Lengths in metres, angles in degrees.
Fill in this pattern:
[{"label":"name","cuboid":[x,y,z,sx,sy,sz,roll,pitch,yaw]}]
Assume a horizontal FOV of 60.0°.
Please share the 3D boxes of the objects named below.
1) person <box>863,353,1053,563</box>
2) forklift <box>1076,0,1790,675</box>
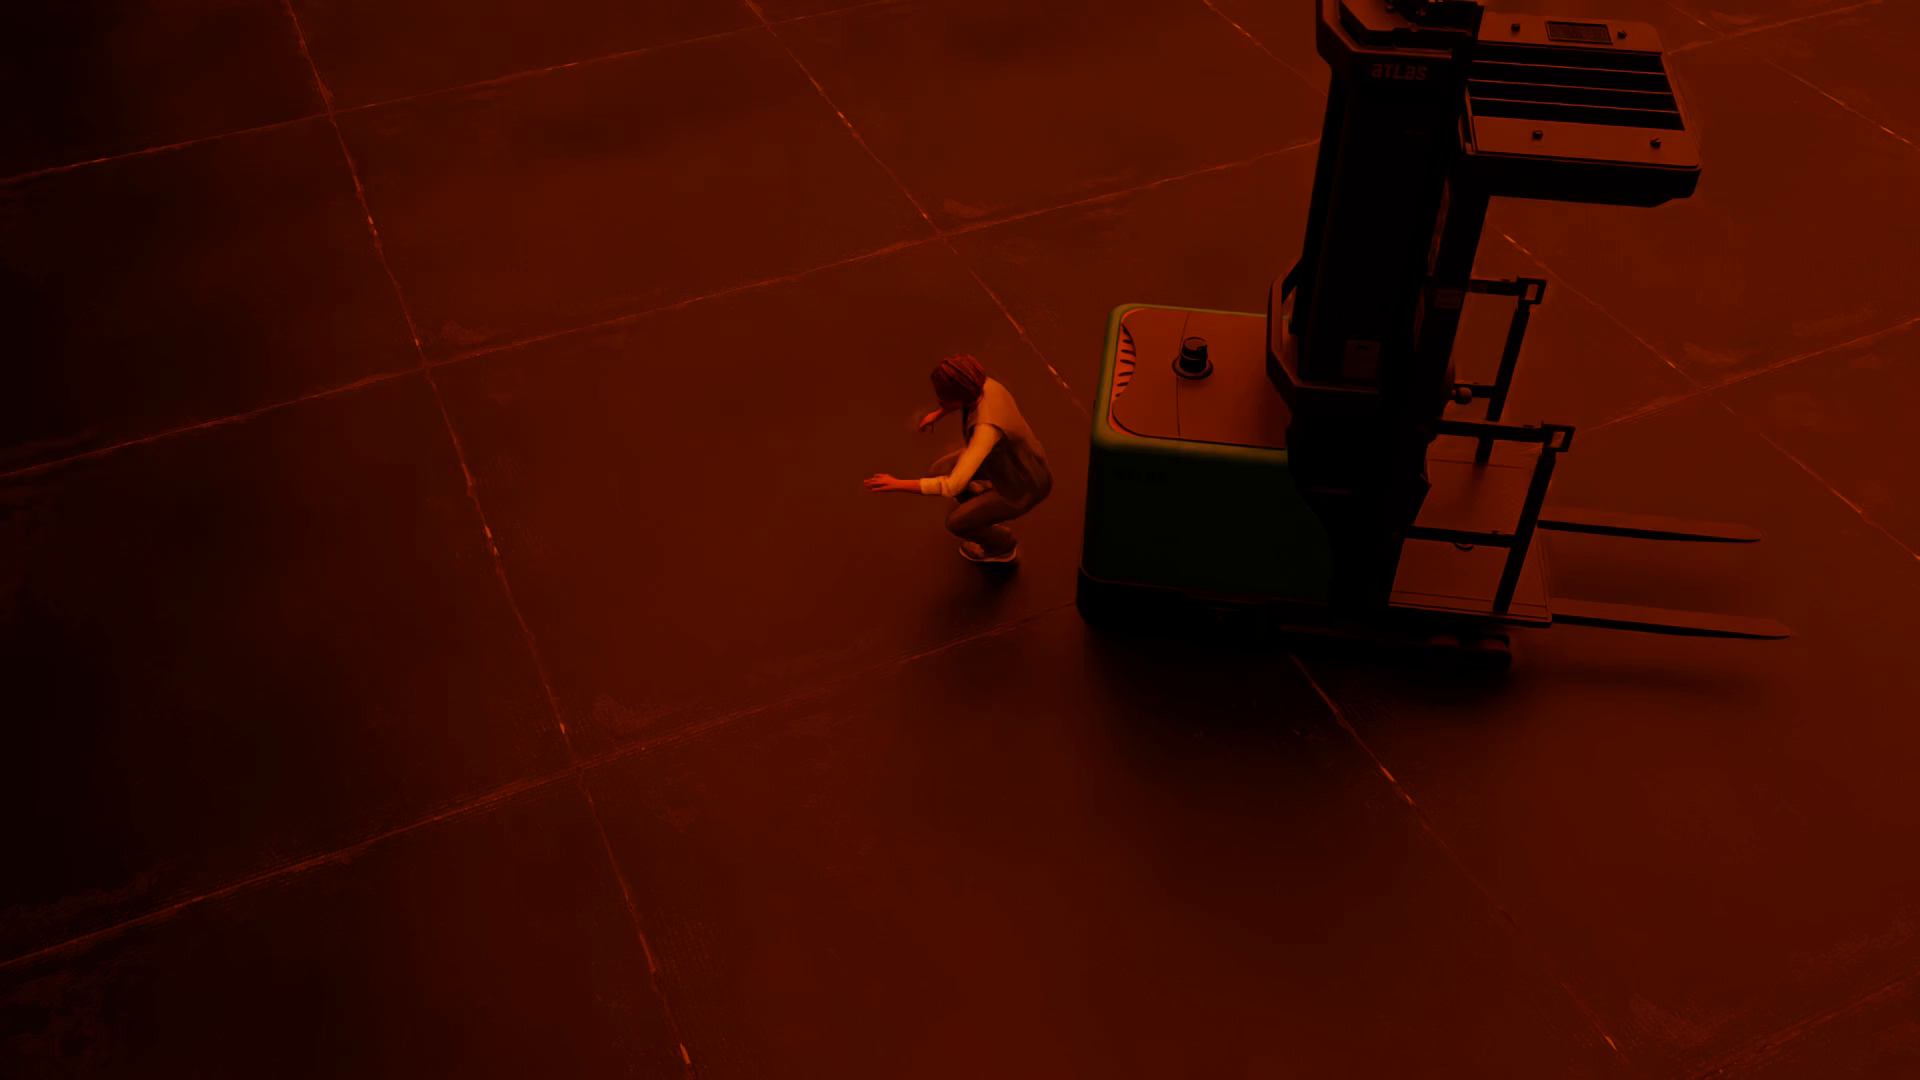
[{"label":"person","cuboid":[-0.048,-0.329,7.195,0.849,1.366,1.026,-8,44,-9]},{"label":"forklift","cuboid":[2.081,-0.877,6.620,3.031,2.935,1.130,6,43,6]}]
